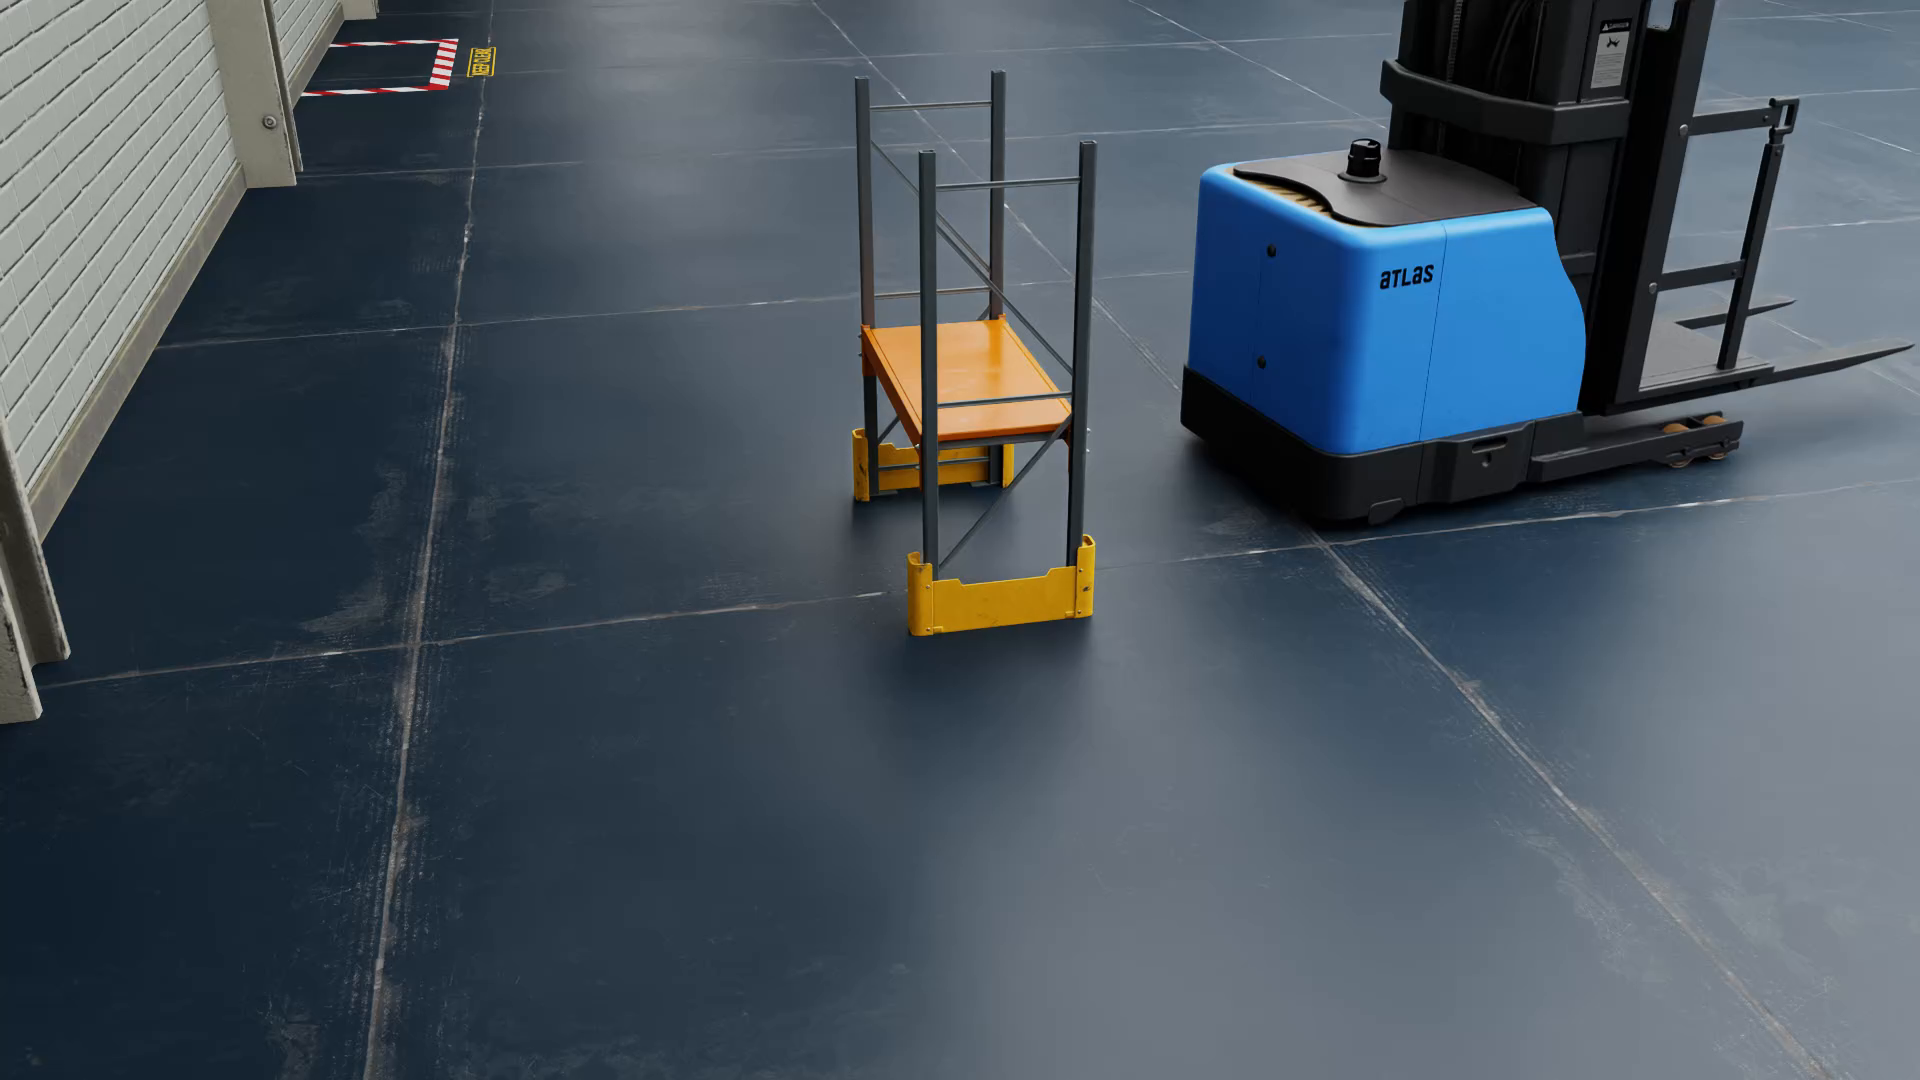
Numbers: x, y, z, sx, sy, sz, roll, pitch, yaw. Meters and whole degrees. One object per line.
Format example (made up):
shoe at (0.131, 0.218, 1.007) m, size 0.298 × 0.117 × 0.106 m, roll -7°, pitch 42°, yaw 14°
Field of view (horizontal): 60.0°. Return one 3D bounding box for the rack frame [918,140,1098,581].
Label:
rack frame at (0.134, -0.409, 4.896) m, size 0.500 × 1.500 × 0.032 m, roll -6°, pitch 27°, yaw -12°

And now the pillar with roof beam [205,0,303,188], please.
pillar with roof beam at (0.020, -6.648, 8.935) m, size 9.100 × 9.000 × 0.400 m, roll -6°, pitch 27°, yaw -12°

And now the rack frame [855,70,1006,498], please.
rack frame at (-0.095, -0.855, 5.780) m, size 0.500 × 1.500 × 0.032 m, roll -6°, pitch 27°, yaw -12°

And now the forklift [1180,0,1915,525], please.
forklift at (2.426, -1.786, 6.035) m, size 3.031 × 2.935 × 1.130 m, roll -11°, pitch 29°, yaw -21°

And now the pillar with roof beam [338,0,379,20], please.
pillar with roof beam at (-1.332, -9.282, 14.154) m, size 9.100 × 9.000 × 0.400 m, roll -6°, pitch 27°, yaw -12°

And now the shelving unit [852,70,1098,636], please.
shelving unit at (0.017, -0.636, 5.346) m, size 0.587 × 1.500 × 1.083 m, roll -6°, pitch 27°, yaw -12°

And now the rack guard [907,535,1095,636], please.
rack guard at (0.129, 0.140, 5.194) m, size 0.587 × 0.250 × 0.087 m, roll -6°, pitch 27°, yaw -12°

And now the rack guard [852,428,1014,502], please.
rack guard at (-0.095, -0.297, 6.061) m, size 0.587 × 0.250 × 0.087 m, roll -6°, pitch 27°, yaw -12°

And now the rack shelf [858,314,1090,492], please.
rack shelf at (0.019, -0.472, 5.419) m, size 0.538 × 0.185 × 1.000 m, roll -6°, pitch 27°, yaw -12°
